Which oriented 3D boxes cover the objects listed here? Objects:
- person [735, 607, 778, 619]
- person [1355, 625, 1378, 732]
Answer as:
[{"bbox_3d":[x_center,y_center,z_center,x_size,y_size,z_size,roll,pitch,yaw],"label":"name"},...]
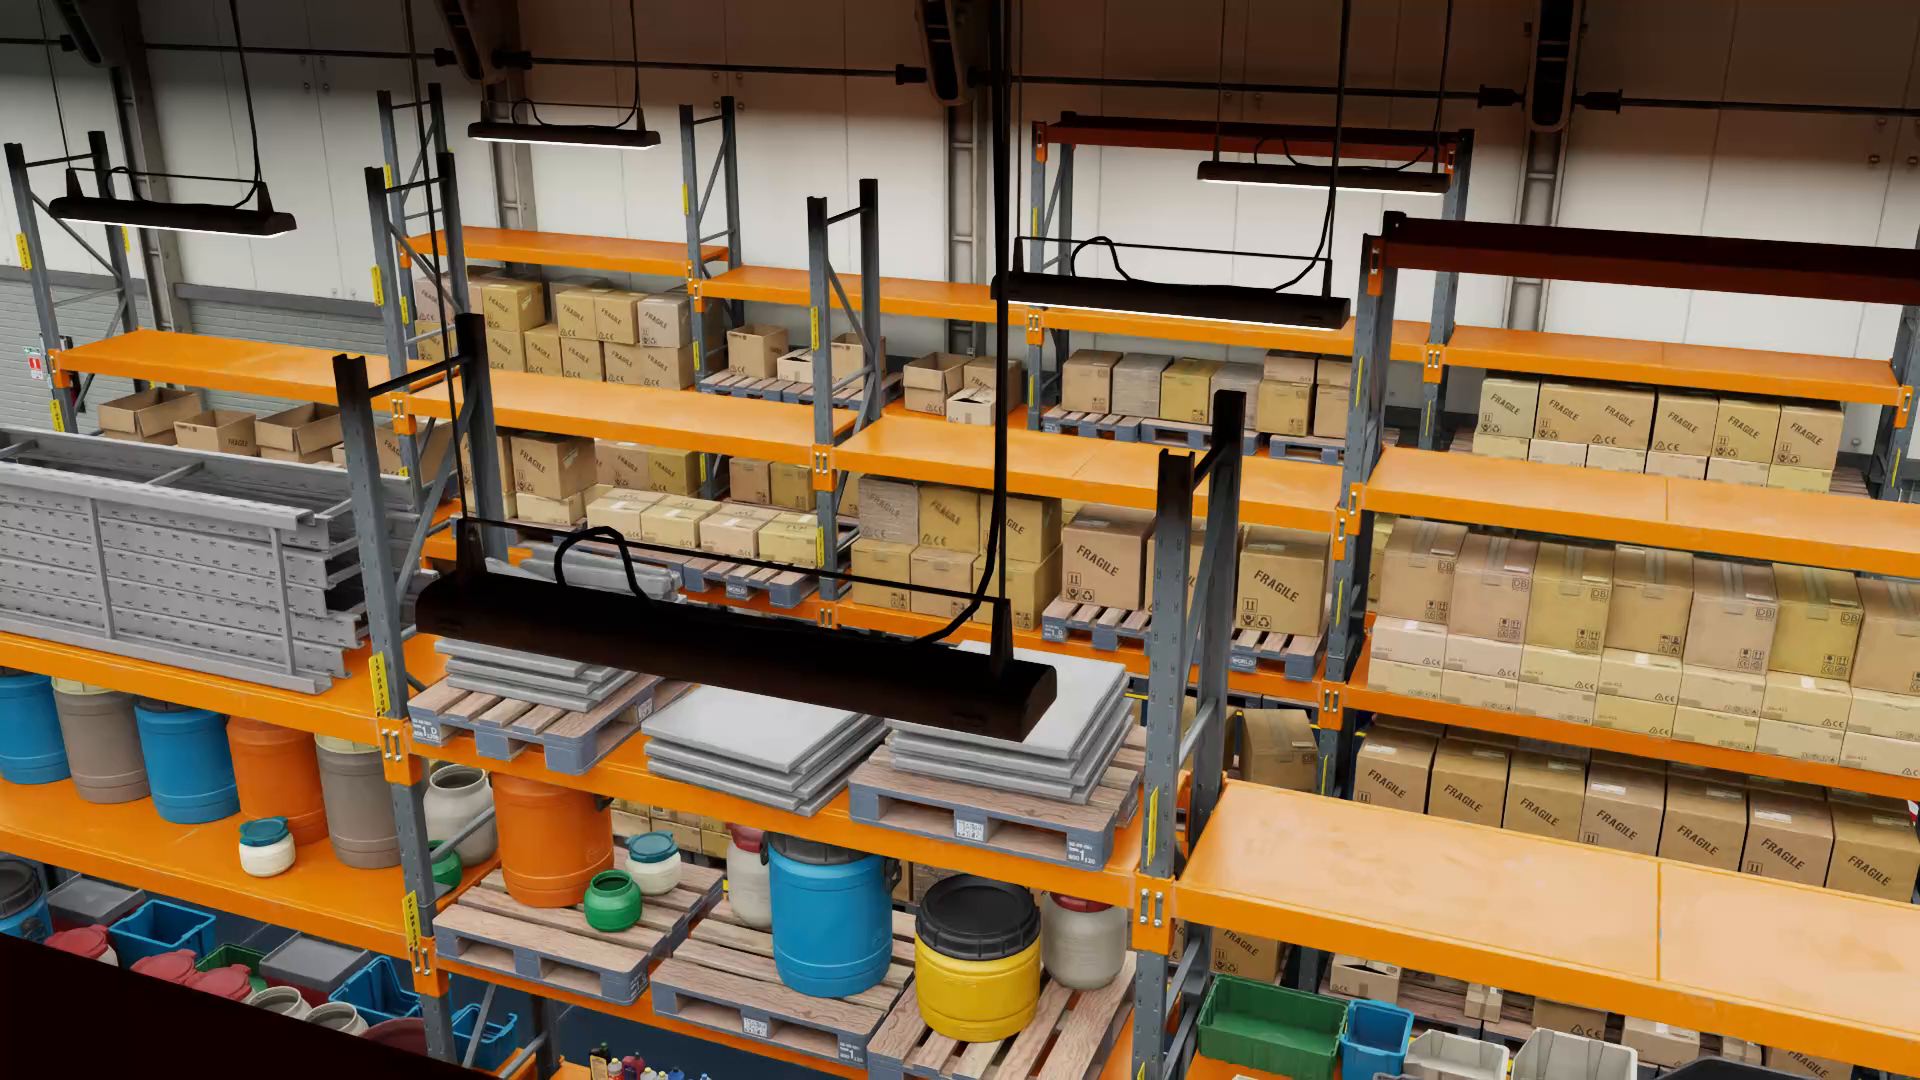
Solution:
[{"bbox_3d":[-2.249,0.702,18.211,0.825,1.679,0.705,9,23,22],"label":"person"},{"bbox_3d":[3.912,1.536,16.102,1.053,1.581,0.494,7,22,18],"label":"person"}]
